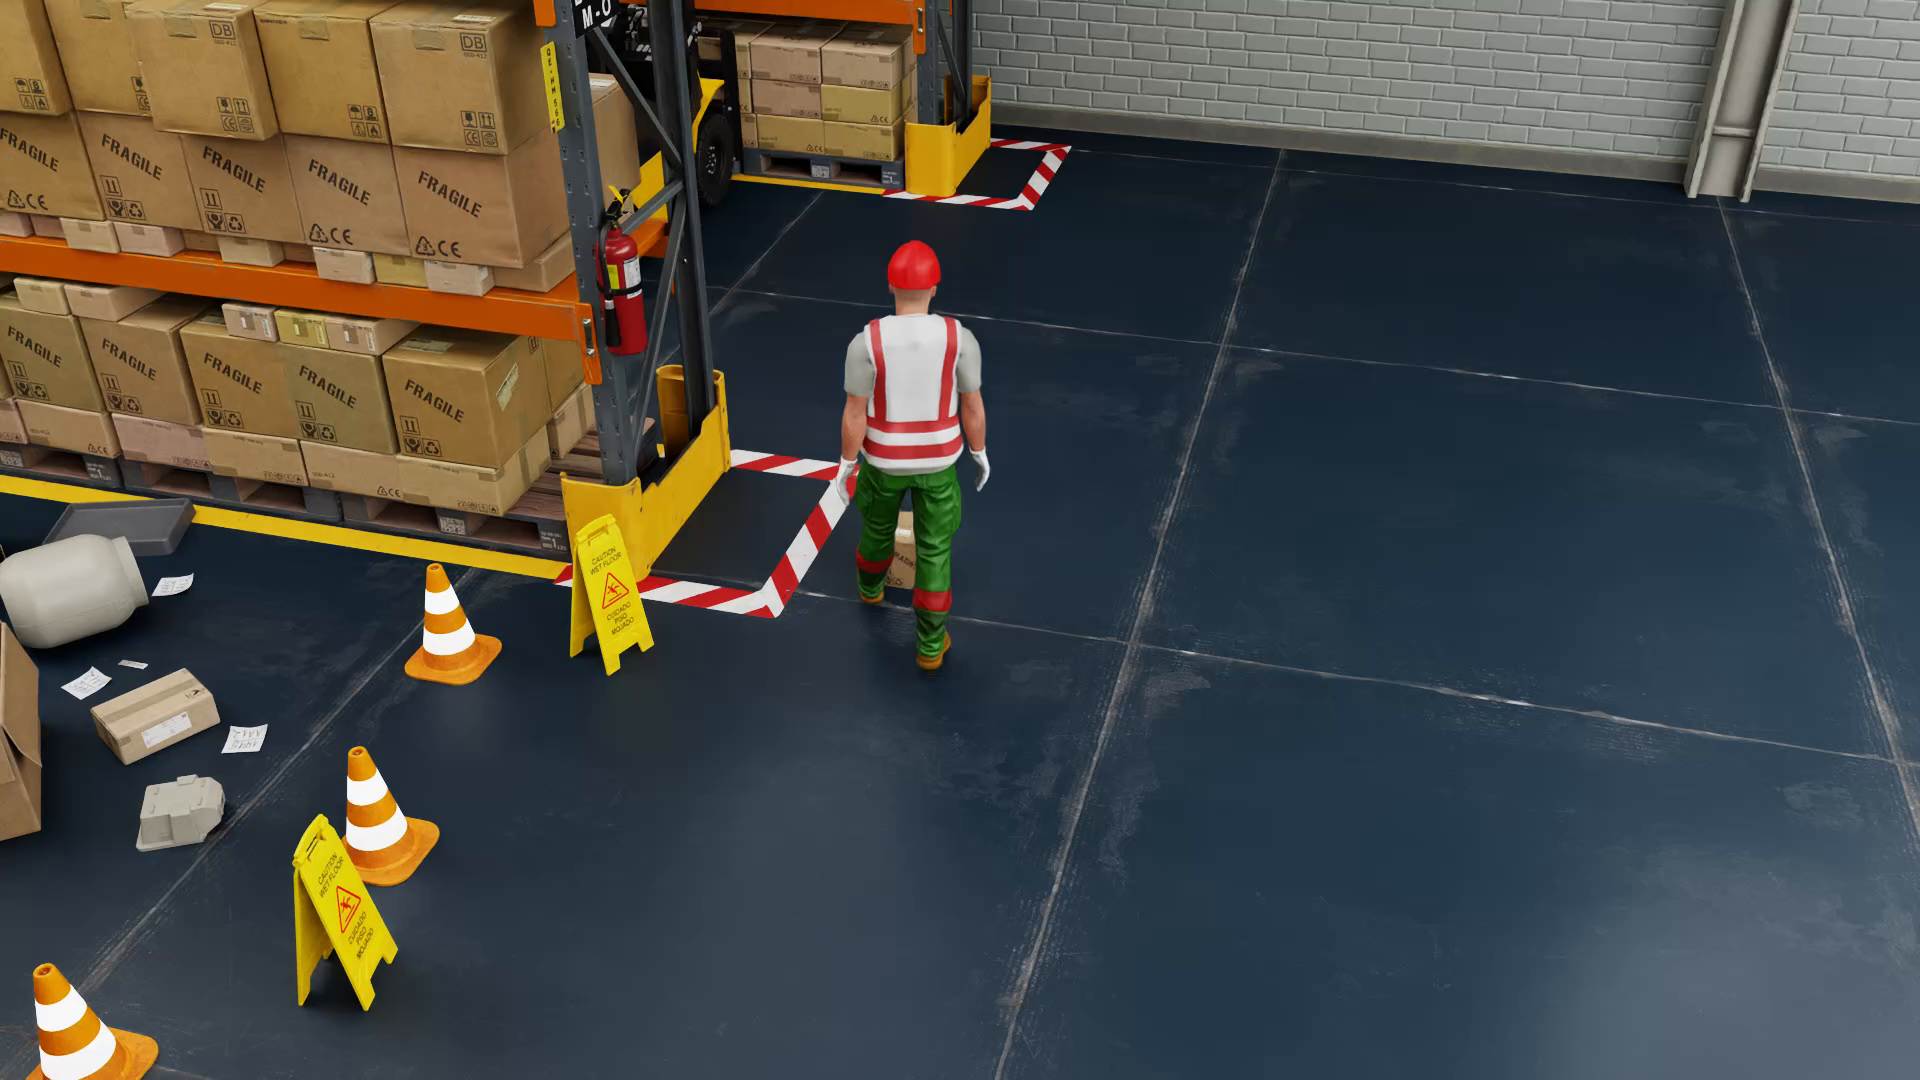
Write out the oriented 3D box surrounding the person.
[{"bbox_3d":[-0.197,-0.402,6.739,0.619,1.779,0.768,-2,33,-3],"label":"person"}]
